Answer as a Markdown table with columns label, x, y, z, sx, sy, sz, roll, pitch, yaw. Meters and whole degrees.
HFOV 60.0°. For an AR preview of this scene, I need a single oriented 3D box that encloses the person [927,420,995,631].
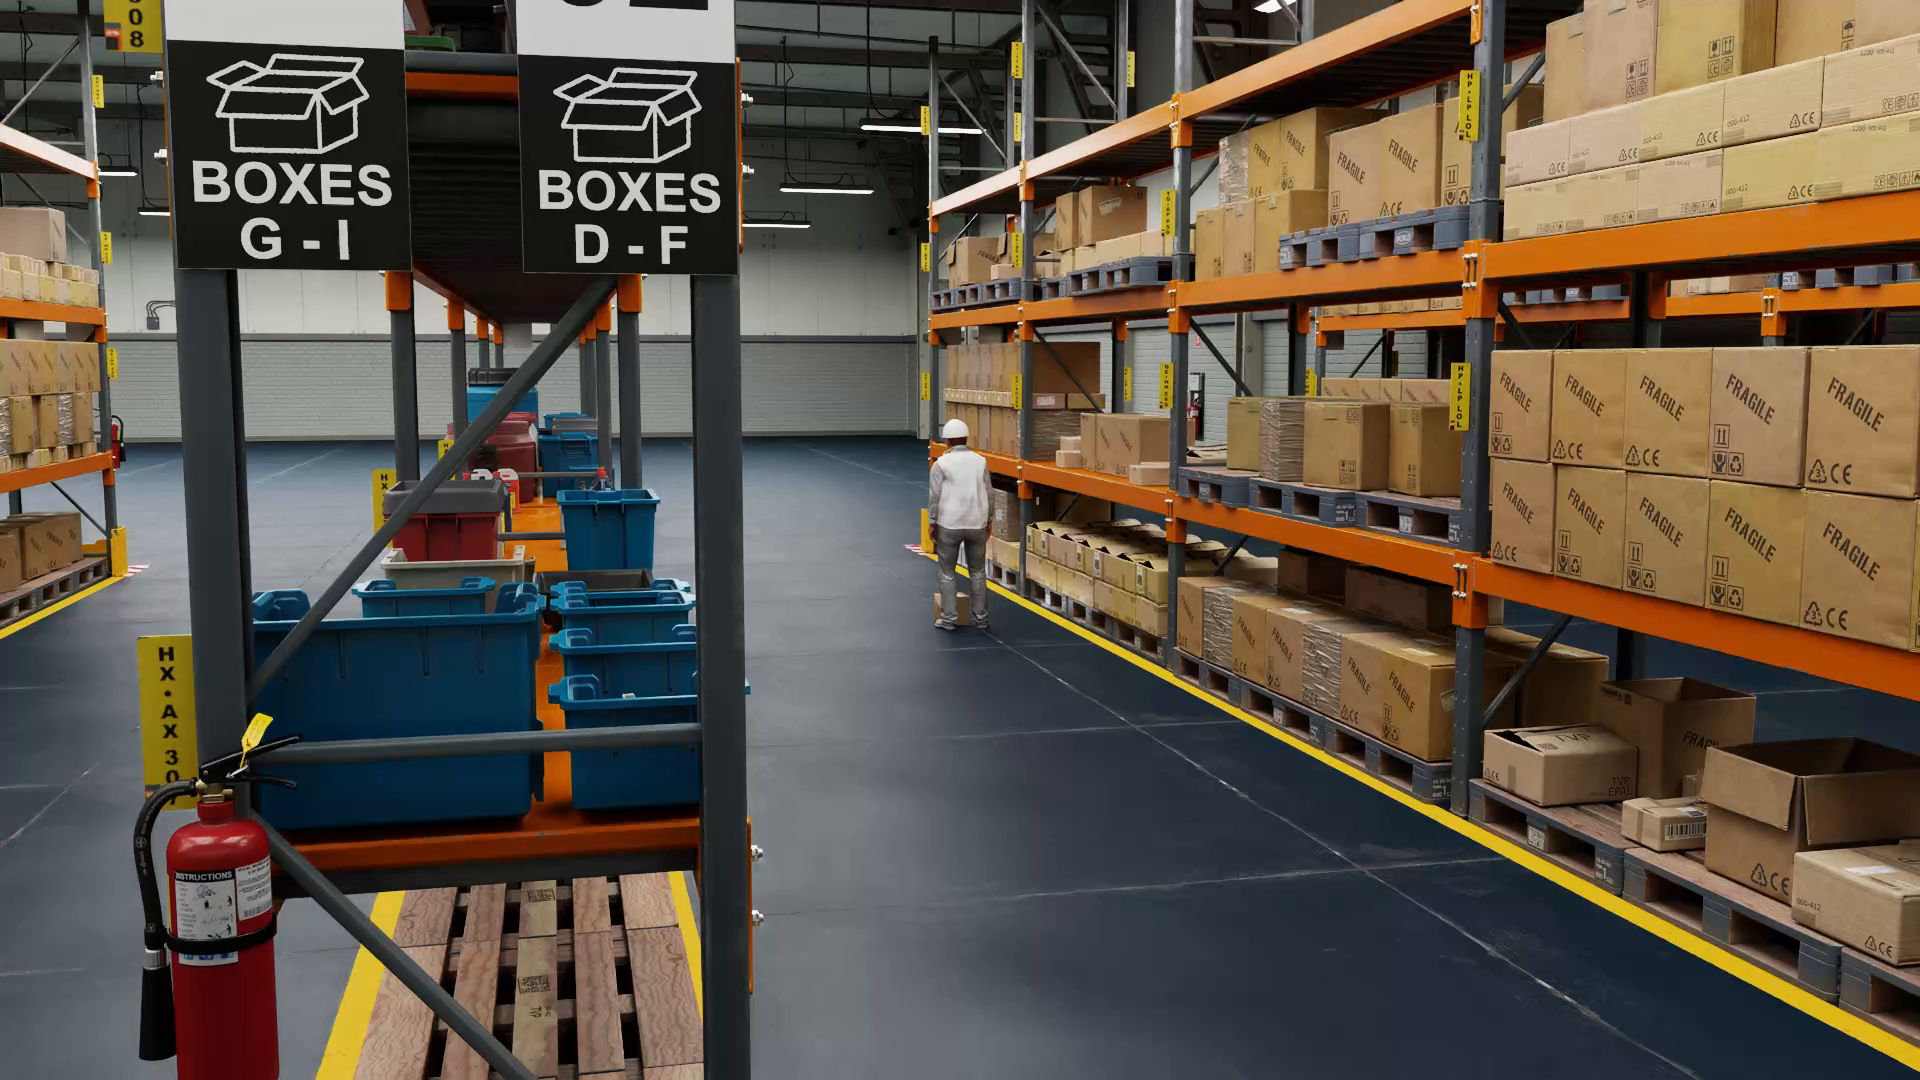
| label | x | y | z | sx | sy | sz | roll | pitch | yaw |
| --- | --- | --- | --- | --- | --- | --- | --- | --- | --- |
| person | 0.004 | -0.130 | 14.047 | 0.582 | 1.769 | 0.467 | -2 | 6 | -17 |
